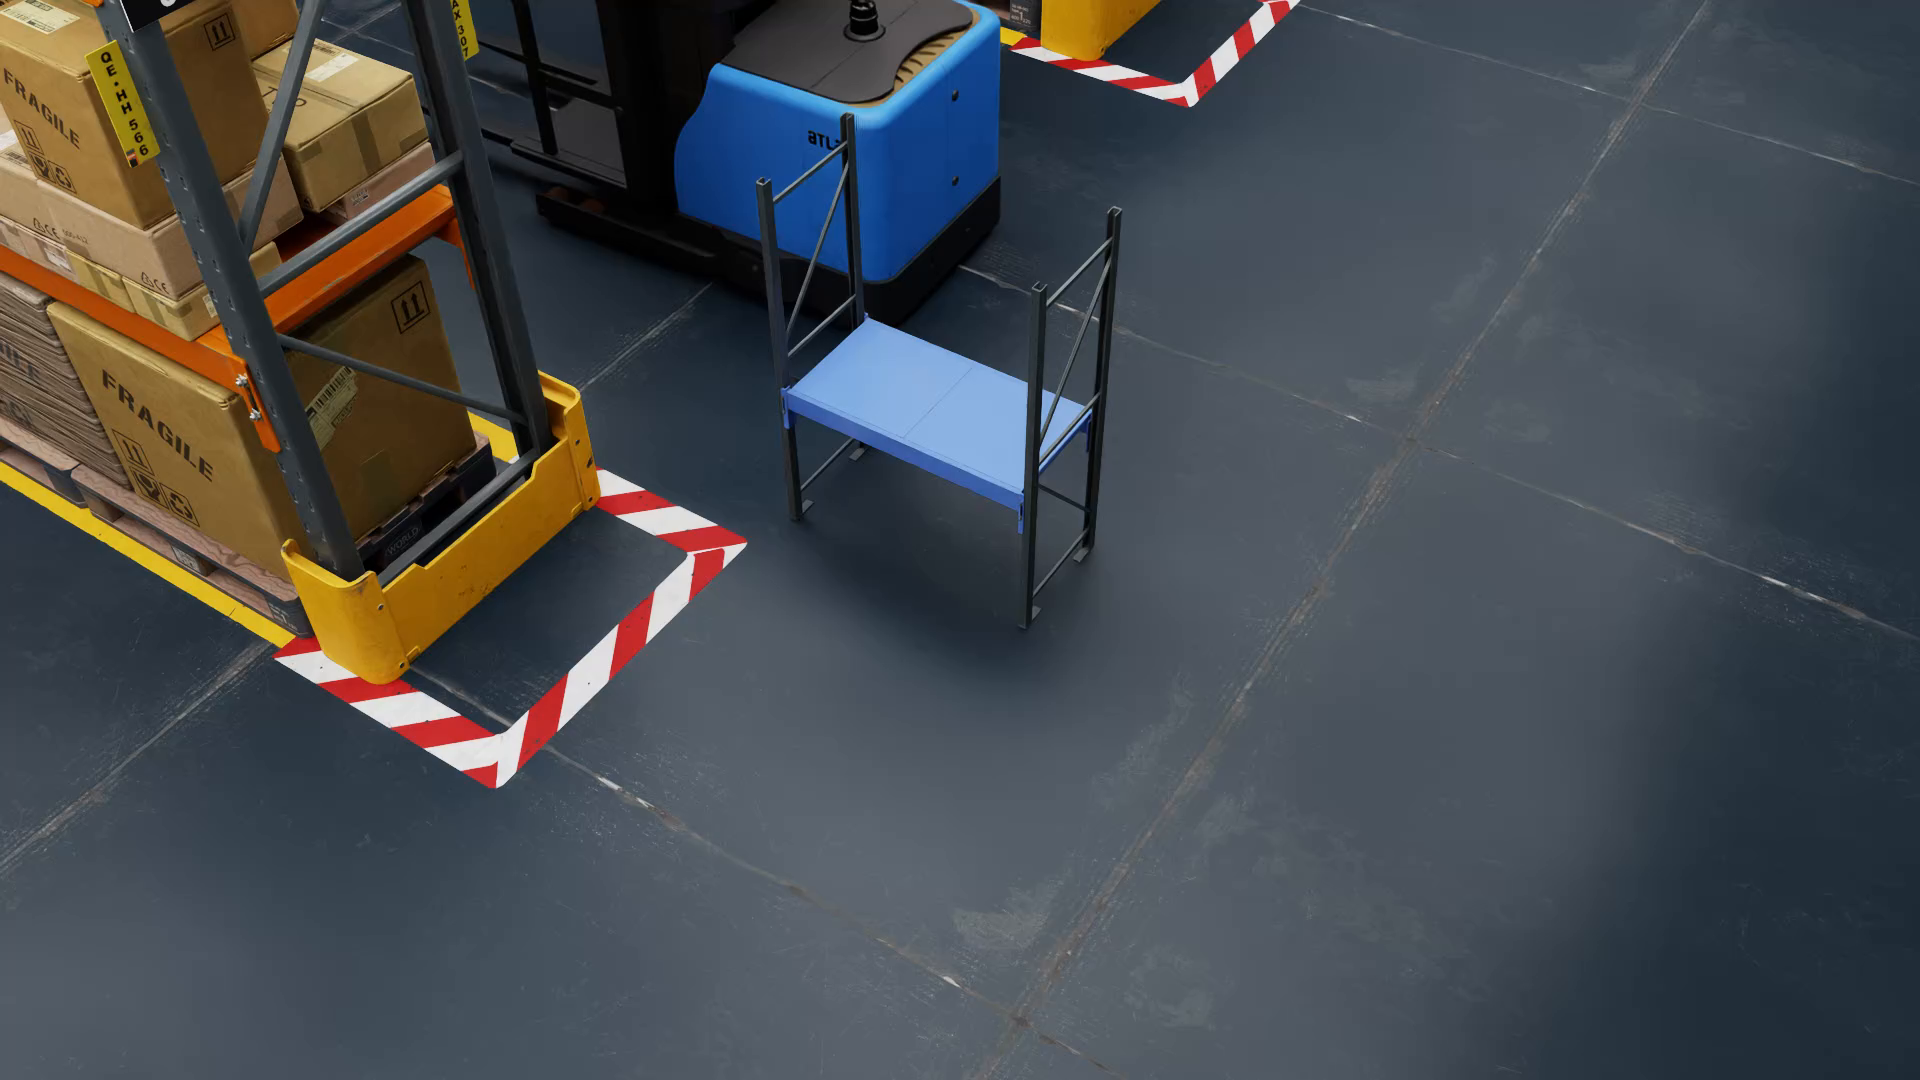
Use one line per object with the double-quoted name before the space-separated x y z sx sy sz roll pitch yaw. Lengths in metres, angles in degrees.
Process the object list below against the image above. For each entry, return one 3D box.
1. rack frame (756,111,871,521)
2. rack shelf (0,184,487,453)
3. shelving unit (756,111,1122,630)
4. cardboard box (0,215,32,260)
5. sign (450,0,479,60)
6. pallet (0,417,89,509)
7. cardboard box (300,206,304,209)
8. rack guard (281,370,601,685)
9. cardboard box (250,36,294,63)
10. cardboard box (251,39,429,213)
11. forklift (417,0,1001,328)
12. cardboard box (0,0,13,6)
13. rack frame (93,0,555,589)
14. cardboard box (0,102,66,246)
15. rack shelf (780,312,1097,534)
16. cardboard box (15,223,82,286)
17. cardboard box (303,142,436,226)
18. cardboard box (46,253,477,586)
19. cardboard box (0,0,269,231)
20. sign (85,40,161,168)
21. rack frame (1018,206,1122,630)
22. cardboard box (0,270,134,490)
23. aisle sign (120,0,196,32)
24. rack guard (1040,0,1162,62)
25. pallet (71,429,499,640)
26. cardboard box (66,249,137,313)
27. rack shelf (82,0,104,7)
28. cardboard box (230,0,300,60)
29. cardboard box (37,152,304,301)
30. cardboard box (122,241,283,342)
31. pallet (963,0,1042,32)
"rack frame" -0.500 -0.753 5.935 0.032 1.500 0.500 25 51 22
"rack shelf" -3.524 -1.477 6.095 4.000 0.370 1.077 25 51 22
"shelving unit" -0.072 -0.556 5.744 1.048 1.500 0.538 25 51 22
"cardboard box" -2.959 -1.100 5.403 0.250 0.149 0.380 26 51 23
"sign" -1.536 -1.615 5.069 0.005 0.325 0.100 25 51 22
"pallet" -3.578 -0.717 6.800 1.213 0.211 1.003 25 51 22
"cardboard box" -2.178 -1.301 5.598 0.250 0.149 0.380 24 50 22
"rack guard" -1.820 -0.073 5.972 0.348 0.500 1.175 25 51 22
"cardboard box" -2.540 -1.551 5.563 0.500 0.250 0.500 24 51 22
"cardboard box" -2.098 -1.354 5.371 0.500 0.250 0.500 23 50 21
"forklift" -1.346 -2.708 6.837 3.031 2.935 1.130 23 50 21
"cardboard box" -2.959 -2.006 5.482 0.500 0.500 0.500 23 50 21
"rack frame" -1.840 -0.953 5.085 0.127 3.000 1.000 25 51 22
"cardboard box" -2.818 -1.229 5.250 0.500 0.250 0.500 24 50 21
"rack shelf" -0.072 -0.430 5.873 1.000 0.185 0.538 25 51 22
"cardboard box" -2.749 -1.003 5.308 0.250 0.149 0.380 25 51 22
"cardboard box" -1.961 -1.203 5.502 0.250 0.149 0.380 25 51 23
"cardboard box" -2.422 -0.559 5.890 0.875 0.875 0.875 25 51 22
"cardboard box" -2.392 -1.296 4.792 0.500 0.500 0.500 25 51 23
"sign" -2.145 -1.117 4.272 0.005 0.325 0.100 25 51 22
"rack frame" 0.356 -0.359 5.553 0.032 1.500 0.500 25 51 22
"cardboard box" -3.188 -0.911 6.233 0.875 0.875 0.875 25 51 22
"aisle sign" -1.942 -1.650 3.950 0.004 0.787 0.394 25 51 22
"rack guard" 0.861 -3.071 8.885 0.348 0.500 1.175 25 51 22
"pallet" -2.555 -0.244 6.340 1.213 0.211 1.003 25 51 22
"cardboard box" -2.537 -0.905 5.213 0.250 0.149 0.380 25 51 22
"rack shelf" -3.524 -2.522 5.020 4.000 0.370 1.077 25 51 22
"cardboard box" -2.519 -1.809 5.290 0.500 0.500 0.500 24 50 21
"cardboard box" -2.391 -1.032 5.059 0.500 0.250 0.500 24 50 22
"cardboard box" -2.318 -0.805 5.116 0.250 0.149 0.380 26 51 23
"pallet" 0.161 -3.314 9.324 1.213 0.211 1.003 25 51 22
